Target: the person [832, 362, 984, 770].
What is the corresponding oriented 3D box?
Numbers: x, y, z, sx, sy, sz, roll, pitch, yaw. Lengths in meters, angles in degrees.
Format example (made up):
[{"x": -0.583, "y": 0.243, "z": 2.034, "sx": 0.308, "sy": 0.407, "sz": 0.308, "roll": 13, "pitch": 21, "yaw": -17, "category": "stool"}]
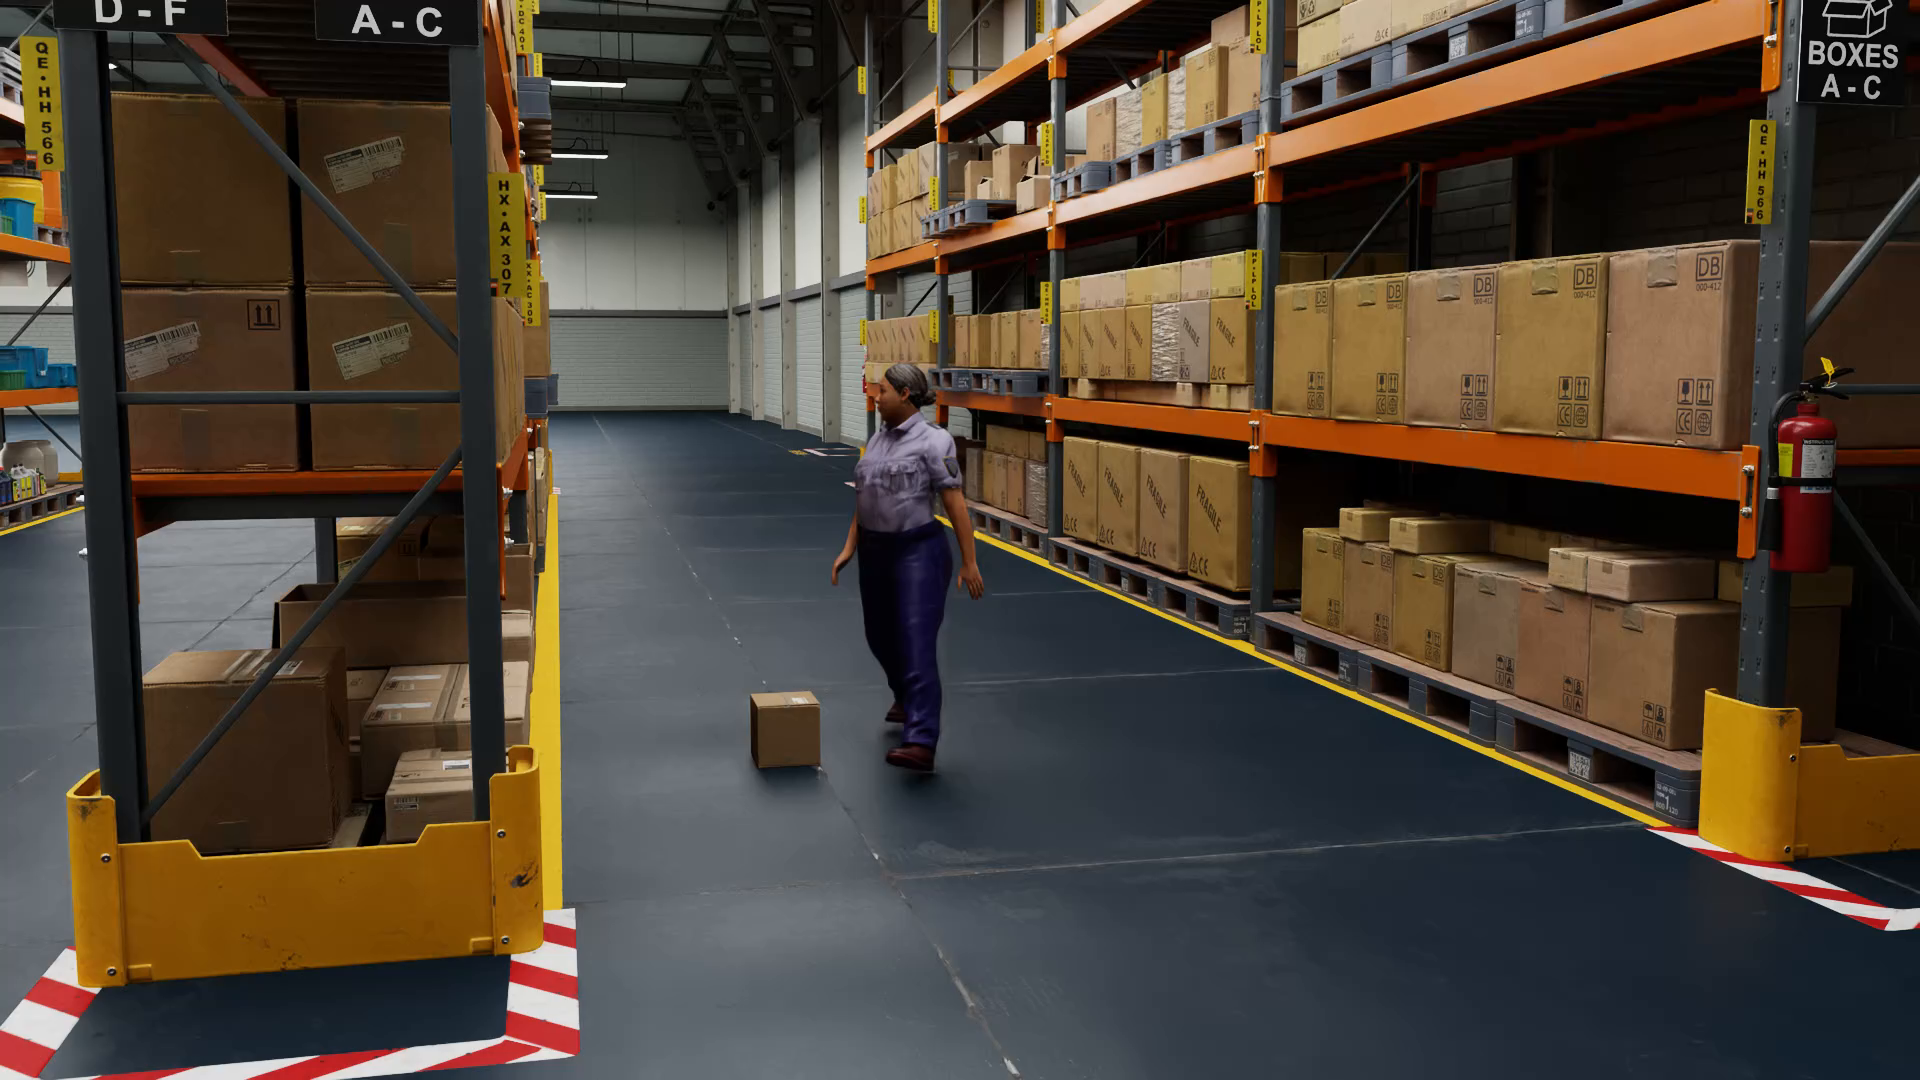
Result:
[{"x": -0.217, "y": 0.077, "z": 6.762, "sx": 0.807, "sy": 1.589, "sz": 0.924, "roll": 5, "pitch": 8, "yaw": 41, "category": "person"}]
